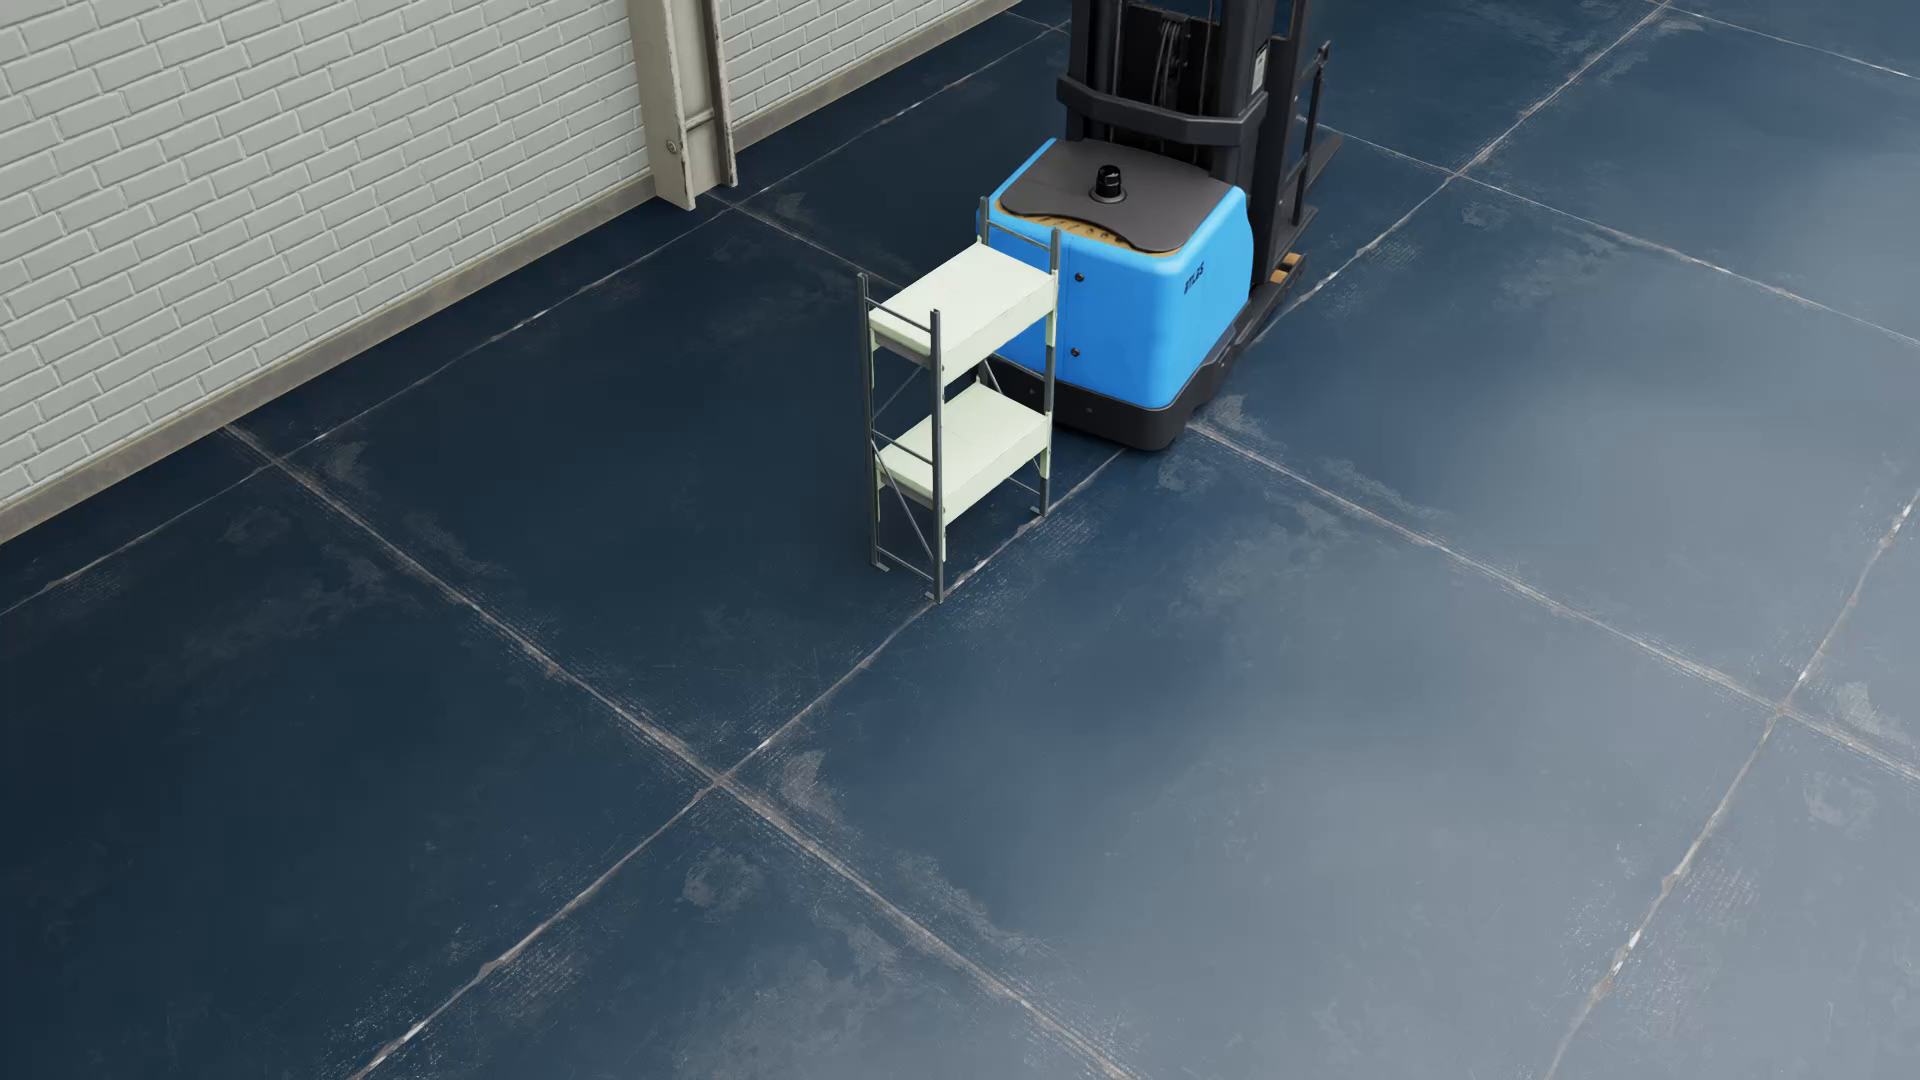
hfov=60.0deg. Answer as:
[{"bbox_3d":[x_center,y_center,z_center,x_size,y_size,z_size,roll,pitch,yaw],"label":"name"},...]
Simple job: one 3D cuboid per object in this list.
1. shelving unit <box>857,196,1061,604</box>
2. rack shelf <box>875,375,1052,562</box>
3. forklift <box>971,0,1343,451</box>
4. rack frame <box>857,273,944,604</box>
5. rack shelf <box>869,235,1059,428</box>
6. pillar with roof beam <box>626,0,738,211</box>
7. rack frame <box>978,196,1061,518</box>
[{"bbox_3d":[0.004,-0.558,6.932,0.431,1.500,0.755,29,50,28],"label":"shelving unit"},{"bbox_3d":[0.004,-0.317,7.151,0.431,0.370,0.720,29,50,28],"label":"rack shelf"},{"bbox_3d":[1.206,-2.485,7.986,1.130,2.935,3.031,20,46,21],"label":"forklift"},{"bbox_3d":[-0.231,-0.370,6.724,0.400,1.500,0.023,29,50,28],"label":"rack frame"},{"bbox_3d":[0.004,-0.847,6.669,0.431,0.370,0.720,29,50,28],"label":"rack shelf"},{"bbox_3d":[1.757,-3.513,4.607,9.100,9.000,0.400,29,50,28],"label":"pillar with roof beam"},{"bbox_3d":[0.240,-0.747,7.139,0.400,1.500,0.023,29,50,28],"label":"rack frame"}]
